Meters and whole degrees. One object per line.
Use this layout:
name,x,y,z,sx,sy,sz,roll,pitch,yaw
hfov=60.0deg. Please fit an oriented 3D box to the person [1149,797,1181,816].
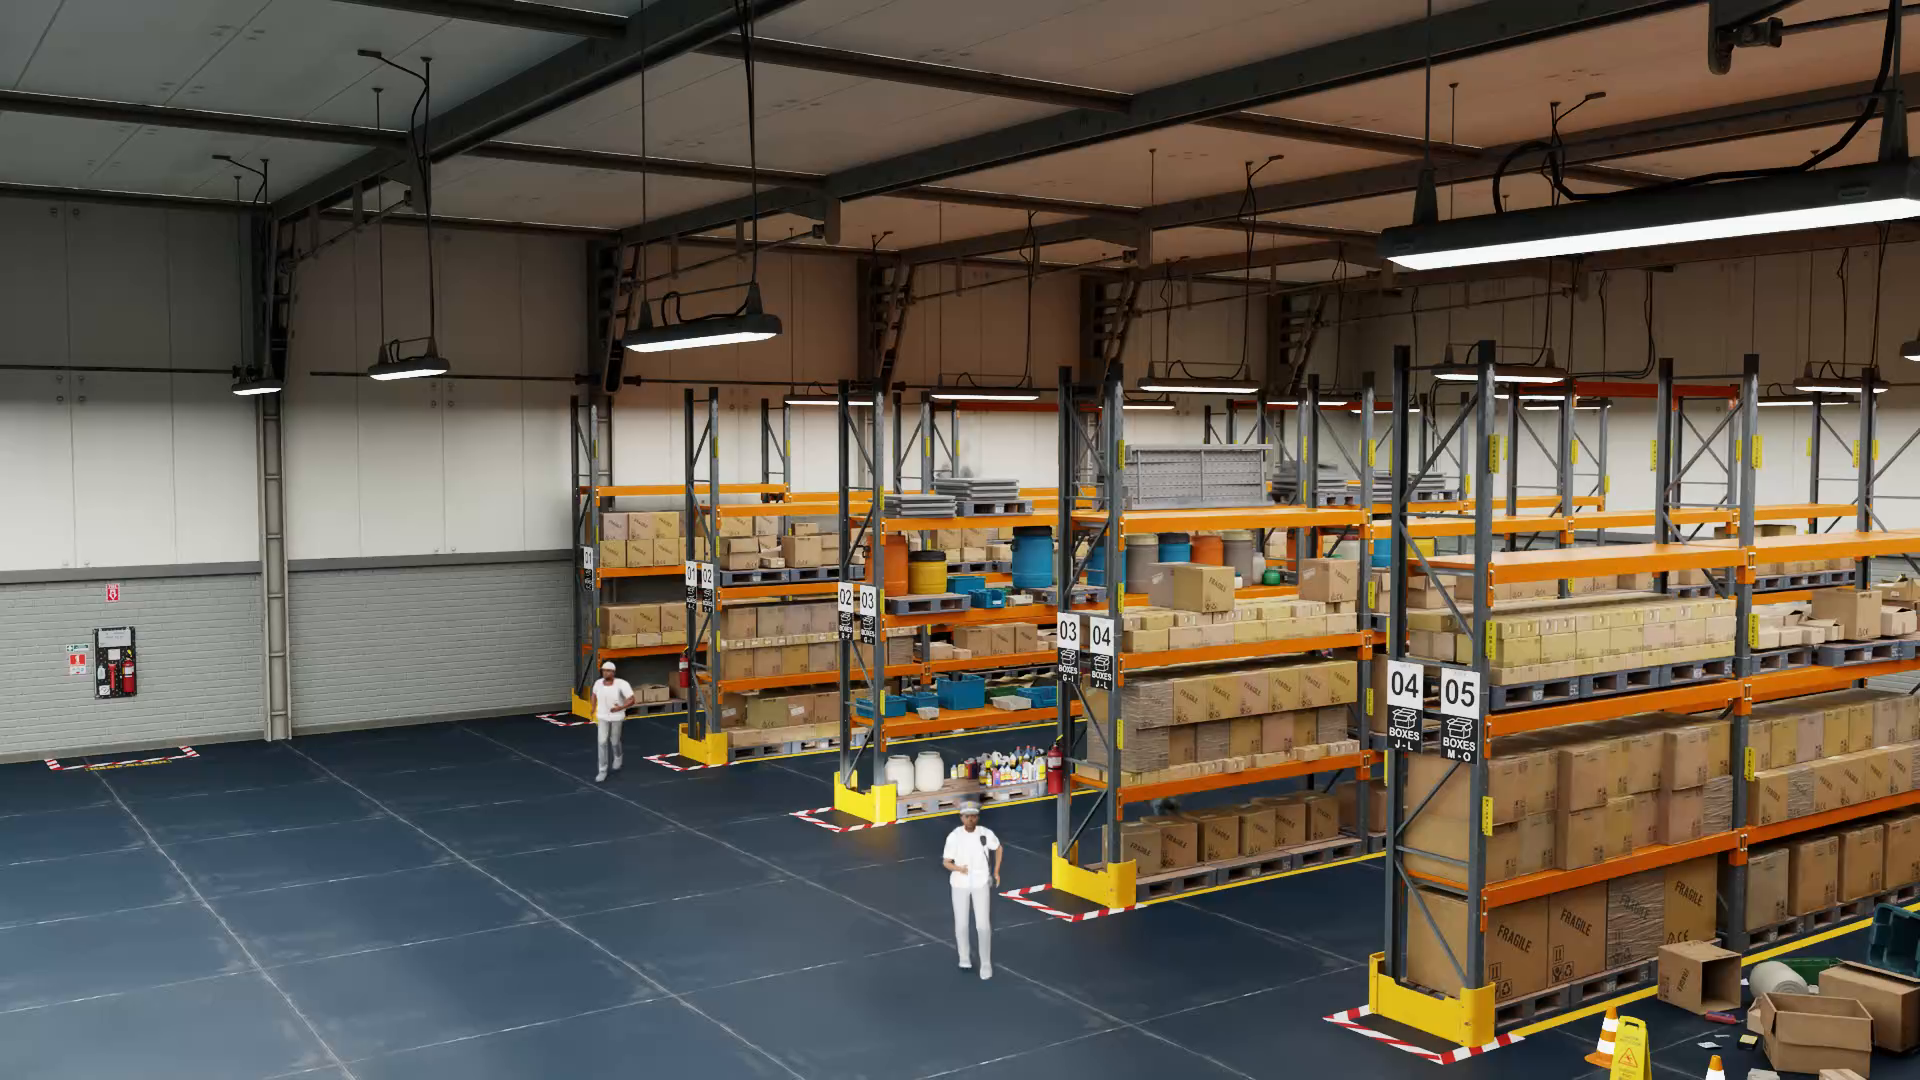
person,2.664,3.008,21.501,0.700,1.739,0.801,3,5,44

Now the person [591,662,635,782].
person,-5.315,2.735,25.439,0.706,1.776,0.919,0,3,2

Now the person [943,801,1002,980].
person,0.120,3.361,16.004,0.574,1.727,0.709,0,3,2
